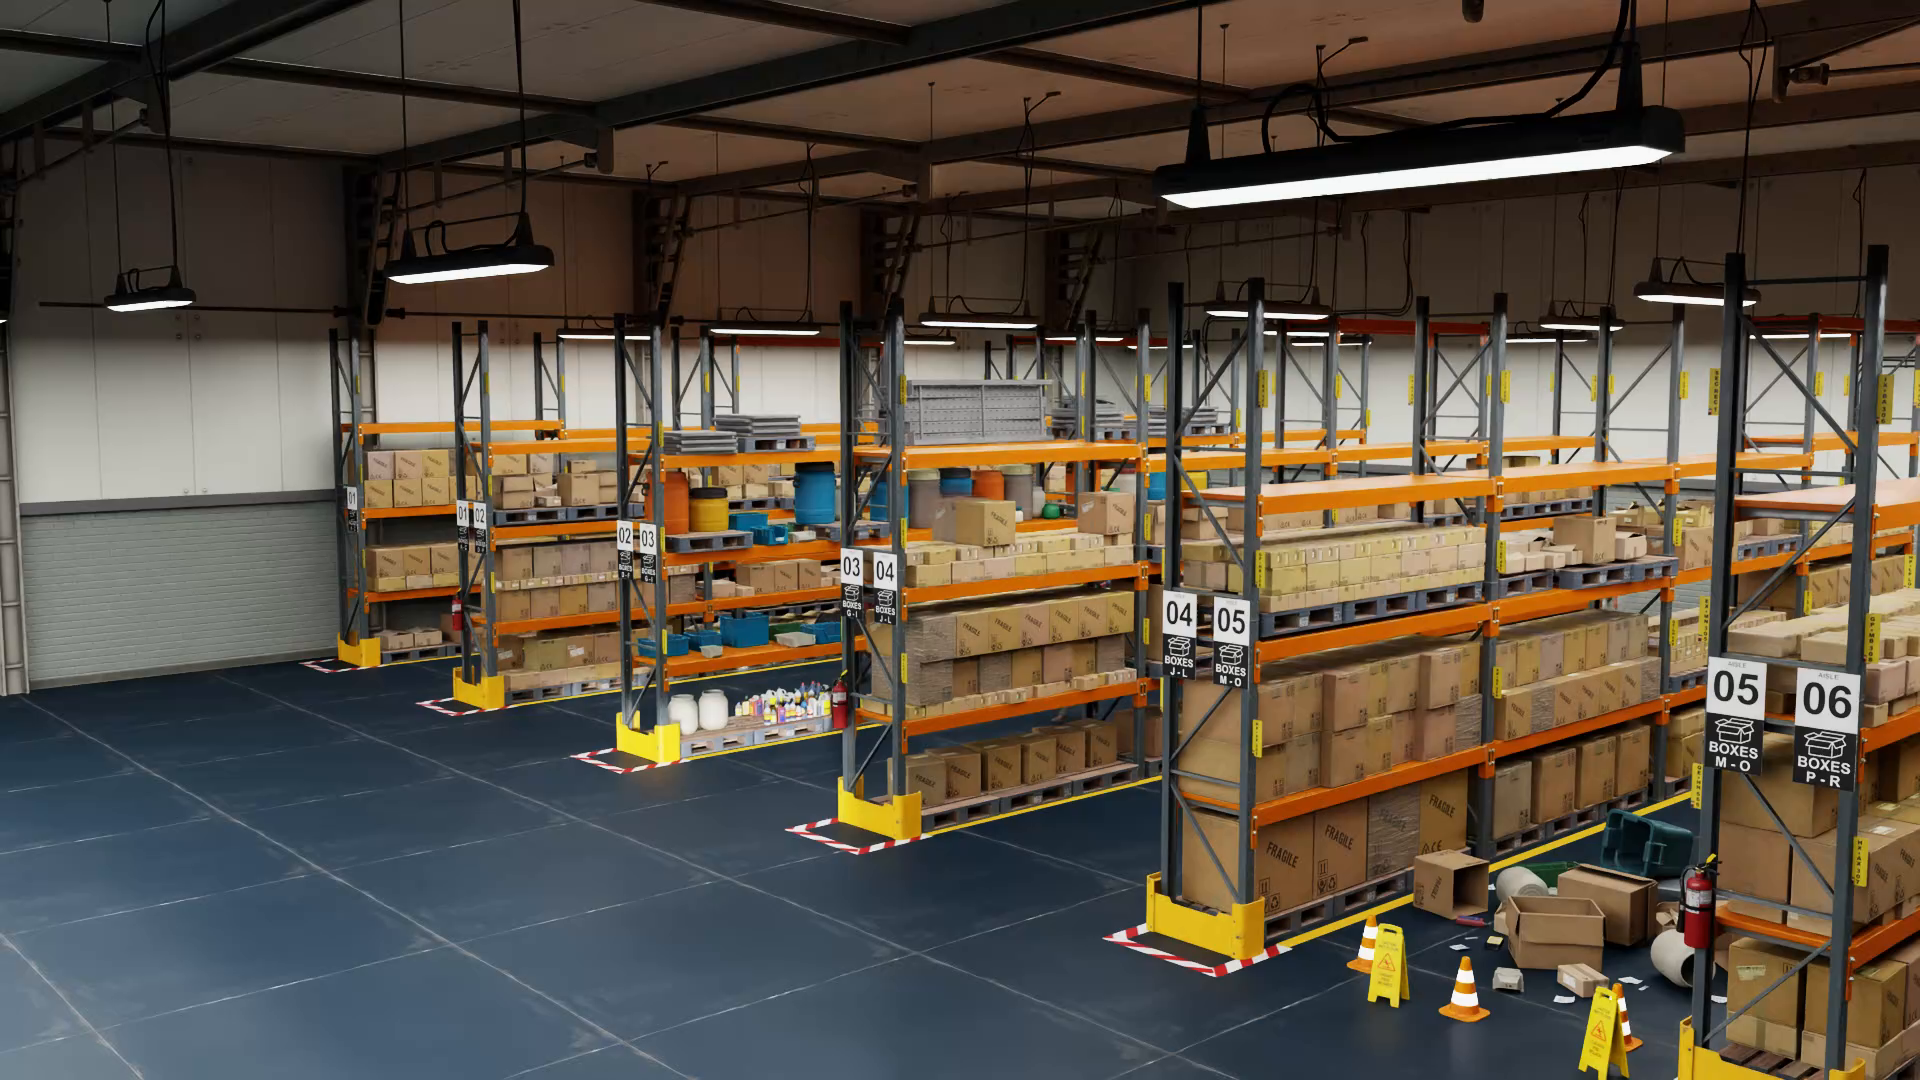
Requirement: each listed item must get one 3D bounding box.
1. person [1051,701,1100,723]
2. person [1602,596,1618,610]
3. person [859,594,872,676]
[{"bbox_3d":[1.772,1.958,24.825,0.461,1.479,1.068,4,7,33],"label":"person"},{"bbox_3d":[12.246,1.124,32.029,1.007,1.703,0.566,-3,6,-25],"label":"person"},{"bbox_3d":[-1.687,1.541,28.096,1.069,1.661,0.533,-5,7,-39],"label":"person"}]
